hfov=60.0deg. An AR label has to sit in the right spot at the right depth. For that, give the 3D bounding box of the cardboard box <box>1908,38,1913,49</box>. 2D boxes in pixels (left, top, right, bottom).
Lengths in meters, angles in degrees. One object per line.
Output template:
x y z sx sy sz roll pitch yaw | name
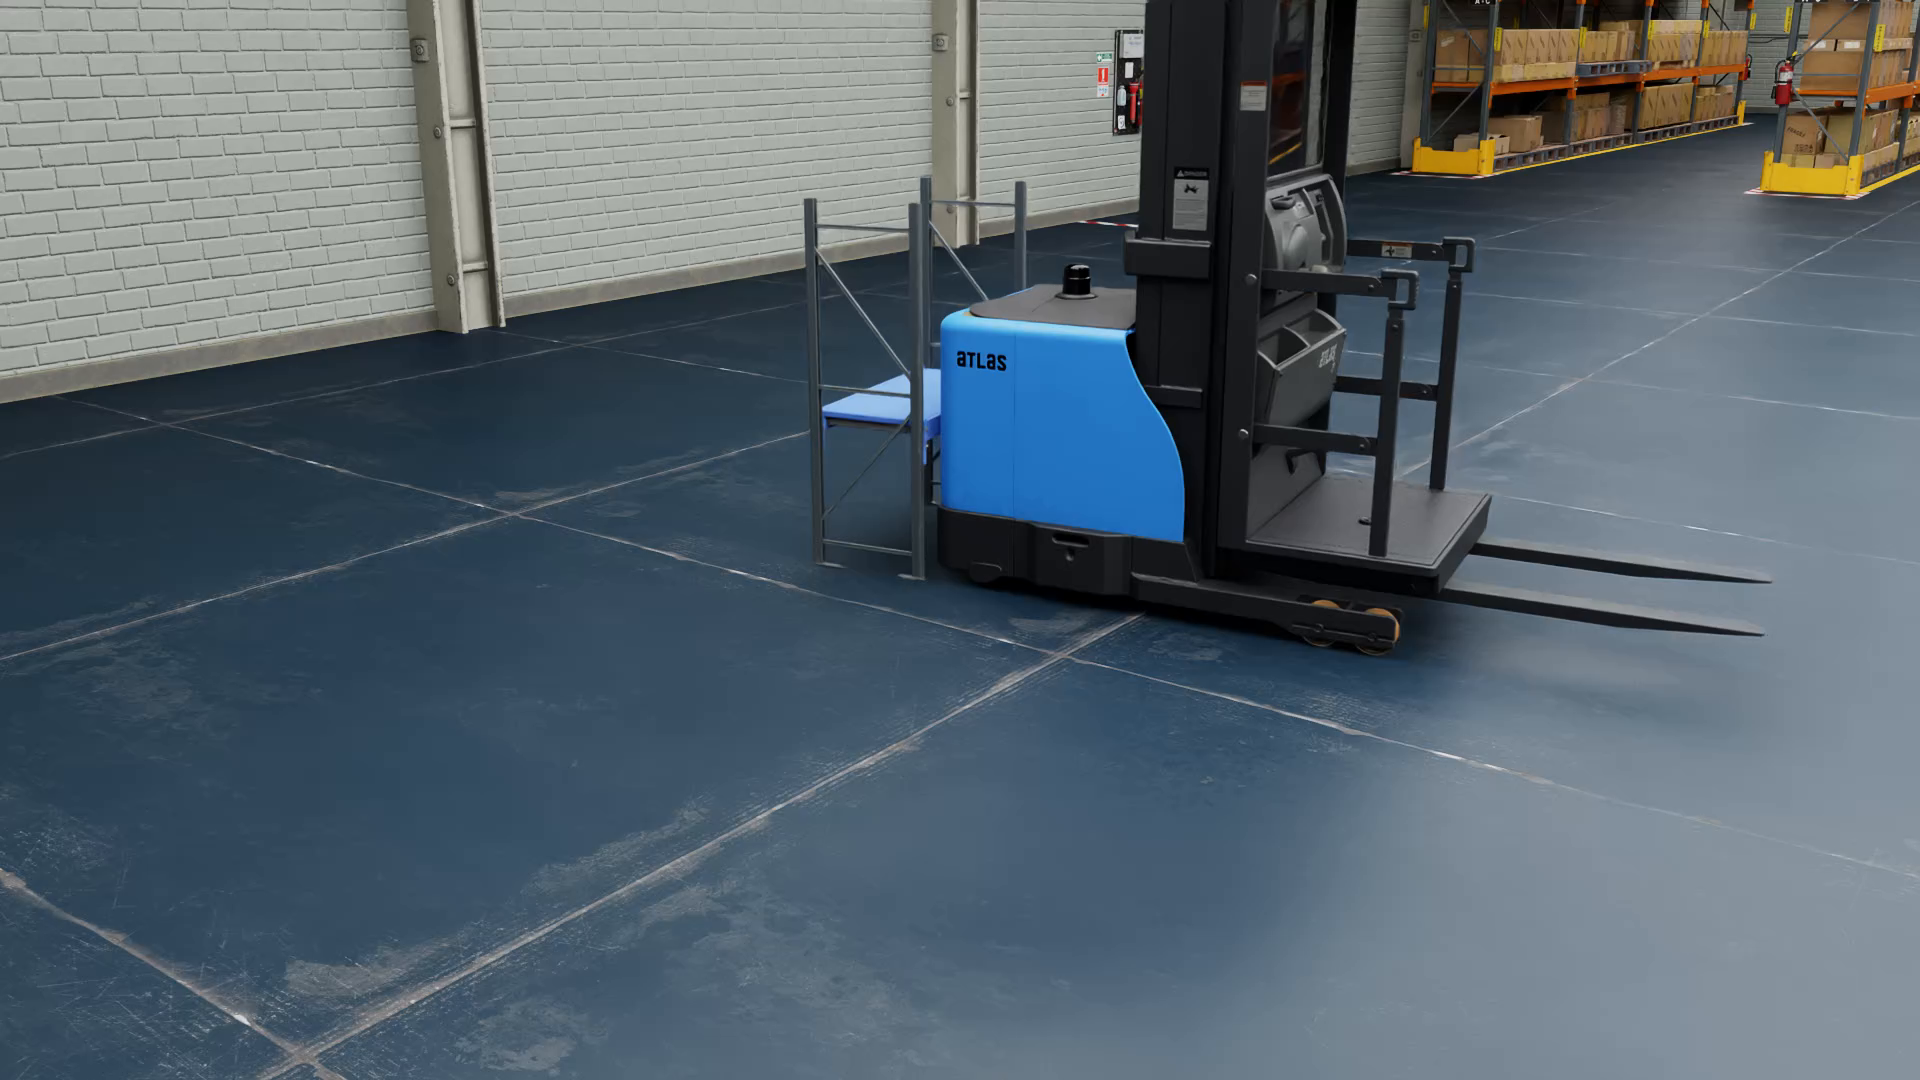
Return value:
13.761 -7.305 24.448 0.380 0.149 0.250 12 21 35 | cardboard box

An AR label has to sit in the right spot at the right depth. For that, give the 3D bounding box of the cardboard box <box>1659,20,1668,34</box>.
12.951 -9.626 31.214 0.500 0.250 0.500 12 21 34 | cardboard box

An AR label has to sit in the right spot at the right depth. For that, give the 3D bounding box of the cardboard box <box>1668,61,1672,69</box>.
13.603 -9.233 32.308 0.380 0.149 0.250 13 22 36 | cardboard box

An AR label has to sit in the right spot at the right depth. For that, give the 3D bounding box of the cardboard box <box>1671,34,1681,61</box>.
13.568 -9.514 32.118 0.500 0.500 0.500 13 22 36 | cardboard box

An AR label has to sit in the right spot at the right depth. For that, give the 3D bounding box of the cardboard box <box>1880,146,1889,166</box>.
13.058 -5.550 23.985 0.500 0.250 0.500 12 21 35 | cardboard box

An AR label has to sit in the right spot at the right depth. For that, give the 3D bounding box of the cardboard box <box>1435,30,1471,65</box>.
7.497 -7.418 25.028 0.500 0.500 0.500 12 21 34 | cardboard box

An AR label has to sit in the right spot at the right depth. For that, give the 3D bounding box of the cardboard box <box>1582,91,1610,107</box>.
11.376 -7.947 29.984 0.500 0.250 0.500 13 21 36 | cardboard box

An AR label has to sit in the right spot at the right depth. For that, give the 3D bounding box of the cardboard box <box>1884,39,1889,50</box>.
12.540 -6.818 22.878 0.380 0.149 0.250 12 21 34 | cardboard box

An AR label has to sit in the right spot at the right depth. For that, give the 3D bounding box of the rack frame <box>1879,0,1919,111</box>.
16.134 -8.003 27.957 1.000 3.000 0.127 12 21 35 | rack frame

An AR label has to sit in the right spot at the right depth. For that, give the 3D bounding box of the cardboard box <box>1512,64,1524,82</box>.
8.230 -7.096 25.257 0.500 0.250 0.500 12 21 33 | cardboard box

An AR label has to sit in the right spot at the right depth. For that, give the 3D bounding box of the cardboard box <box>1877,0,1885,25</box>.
11.996 -7.013 22.412 0.700 0.500 0.500 12 21 33 | cardboard box

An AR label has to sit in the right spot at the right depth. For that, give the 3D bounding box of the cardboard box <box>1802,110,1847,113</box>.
12.331 -5.883 23.794 0.500 0.500 0.500 12 21 35 | cardboard box

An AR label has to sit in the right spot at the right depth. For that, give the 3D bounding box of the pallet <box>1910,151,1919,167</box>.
14.885 -6.193 26.830 1.003 0.211 1.213 12 21 35 | pallet

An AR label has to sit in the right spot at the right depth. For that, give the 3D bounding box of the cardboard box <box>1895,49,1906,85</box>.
13.491 -6.991 24.531 0.700 0.500 0.500 12 21 33 | cardboard box

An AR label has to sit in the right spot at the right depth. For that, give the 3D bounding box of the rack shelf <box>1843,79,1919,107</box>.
14.942 -7.183 26.530 1.077 0.370 4.000 12 21 35 | rack shelf

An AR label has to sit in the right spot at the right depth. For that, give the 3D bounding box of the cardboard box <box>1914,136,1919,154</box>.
14.802 -6.235 26.193 0.500 0.250 0.500 12 21 33 | cardboard box

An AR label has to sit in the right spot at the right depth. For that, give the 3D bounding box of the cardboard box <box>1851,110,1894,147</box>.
13.048 -5.910 23.881 0.500 0.500 0.500 12 21 35 | cardboard box

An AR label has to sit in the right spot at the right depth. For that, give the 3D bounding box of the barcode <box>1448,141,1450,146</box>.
7.561 -6.126 25.690 0.001 0.075 0.075 12 21 35 | barcode

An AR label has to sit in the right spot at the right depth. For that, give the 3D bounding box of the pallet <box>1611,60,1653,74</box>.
11.814 -8.597 30.194 1.213 0.211 1.003 12 21 35 | pallet

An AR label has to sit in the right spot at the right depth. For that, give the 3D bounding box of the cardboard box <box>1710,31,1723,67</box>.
15.312 -10.273 34.760 0.980 0.700 0.700 12 21 33 | cardboard box

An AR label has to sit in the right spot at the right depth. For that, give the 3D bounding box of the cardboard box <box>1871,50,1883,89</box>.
12.265 -6.497 22.940 0.700 0.500 0.500 13 21 35 | cardboard box

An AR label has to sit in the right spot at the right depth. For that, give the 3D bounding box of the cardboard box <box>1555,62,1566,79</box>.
9.428 -7.579 26.811 0.500 0.250 0.500 13 21 35 | cardboard box

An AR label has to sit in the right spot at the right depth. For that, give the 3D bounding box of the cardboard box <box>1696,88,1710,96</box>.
15.415 -9.356 34.727 0.380 0.149 0.250 13 22 37 | cardboard box

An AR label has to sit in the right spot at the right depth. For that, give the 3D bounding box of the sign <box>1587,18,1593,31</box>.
11.706 -9.528 30.915 0.100 0.325 0.005 12 21 35 | sign

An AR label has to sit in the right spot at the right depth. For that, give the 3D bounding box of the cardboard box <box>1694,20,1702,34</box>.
14.464 -10.231 33.164 0.500 0.250 0.500 13 22 36 | cardboard box

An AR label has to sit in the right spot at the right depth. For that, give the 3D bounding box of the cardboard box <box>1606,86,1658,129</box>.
12.697 -8.203 31.519 0.750 0.750 0.750 12 21 34 | cardboard box

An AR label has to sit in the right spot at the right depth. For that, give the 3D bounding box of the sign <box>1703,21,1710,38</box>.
14.978 -10.252 33.380 0.100 0.325 0.005 12 21 35 | sign

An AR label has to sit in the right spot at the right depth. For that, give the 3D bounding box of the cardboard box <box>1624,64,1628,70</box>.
12.536 -8.805 30.928 0.380 0.149 0.250 12 21 34 | cardboard box

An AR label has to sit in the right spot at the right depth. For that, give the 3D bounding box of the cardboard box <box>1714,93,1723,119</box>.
15.986 -9.366 35.854 0.700 0.500 0.500 12 21 33 | cardboard box

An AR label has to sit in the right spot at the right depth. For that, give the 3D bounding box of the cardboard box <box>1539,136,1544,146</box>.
9.475 -6.649 27.633 0.380 0.166 0.250 9 20 28 | cardboard box

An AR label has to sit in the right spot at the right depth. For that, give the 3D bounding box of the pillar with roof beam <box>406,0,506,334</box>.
-0.159 -5.109 8.521 9.100 9.000 0.400 12 21 35 | pillar with roof beam

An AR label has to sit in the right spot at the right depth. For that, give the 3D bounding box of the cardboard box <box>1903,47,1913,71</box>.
14.535 -7.404 25.858 0.500 0.500 0.500 14 22 39 | cardboard box

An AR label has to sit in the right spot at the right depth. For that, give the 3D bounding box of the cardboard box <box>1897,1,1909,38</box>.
13.191 -7.490 23.950 0.700 0.500 0.500 12 21 35 | cardboard box

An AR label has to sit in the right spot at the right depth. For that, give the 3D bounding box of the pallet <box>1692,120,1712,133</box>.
15.053 -8.666 34.793 1.003 0.211 1.213 12 21 35 | pallet

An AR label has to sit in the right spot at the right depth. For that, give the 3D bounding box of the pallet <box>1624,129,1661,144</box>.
12.684 -7.720 31.748 1.003 0.211 1.213 12 21 35 | pallet

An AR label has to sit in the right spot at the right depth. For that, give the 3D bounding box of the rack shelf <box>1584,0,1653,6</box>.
10.962 -9.490 28.901 1.077 0.370 4.000 12 21 35 | rack shelf

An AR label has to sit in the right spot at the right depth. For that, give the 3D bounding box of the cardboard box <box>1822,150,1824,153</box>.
11.738 -5.286 23.137 0.500 0.250 0.500 12 21 35 | cardboard box

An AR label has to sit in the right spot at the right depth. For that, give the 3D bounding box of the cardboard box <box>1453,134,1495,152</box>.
7.871 -6.047 25.450 0.500 0.311 0.500 10 20 29 | cardboard box

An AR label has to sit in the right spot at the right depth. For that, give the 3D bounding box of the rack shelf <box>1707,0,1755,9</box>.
15.728 -11.396 35.037 1.077 0.370 4.000 12 21 35 | rack shelf

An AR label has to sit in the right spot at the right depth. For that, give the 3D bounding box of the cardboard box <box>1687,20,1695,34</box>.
14.152 -10.111 32.777 0.500 0.250 0.500 13 21 36 | cardboard box

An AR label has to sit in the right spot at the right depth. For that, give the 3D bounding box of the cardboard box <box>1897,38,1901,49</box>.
13.153 -7.063 23.668 0.380 0.149 0.250 12 21 34 | cardboard box

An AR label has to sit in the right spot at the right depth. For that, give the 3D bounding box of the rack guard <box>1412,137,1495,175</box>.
7.432 -5.796 25.066 1.175 0.500 0.348 12 21 35 | rack guard

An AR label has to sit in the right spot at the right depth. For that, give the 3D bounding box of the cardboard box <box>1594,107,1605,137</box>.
11.093 -7.488 29.771 0.700 0.500 0.500 12 21 34 | cardboard box

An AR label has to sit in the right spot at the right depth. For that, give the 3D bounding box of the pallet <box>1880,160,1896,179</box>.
13.243 -5.537 24.717 1.003 0.211 1.213 12 21 35 | pallet

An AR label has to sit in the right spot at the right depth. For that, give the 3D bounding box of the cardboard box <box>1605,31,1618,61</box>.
11.157 -8.721 29.359 0.700 0.500 0.500 12 21 35 | cardboard box

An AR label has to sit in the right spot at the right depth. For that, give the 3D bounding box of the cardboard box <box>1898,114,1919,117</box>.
15.112 -6.626 26.507 0.500 0.311 0.500 13 22 36 | cardboard box

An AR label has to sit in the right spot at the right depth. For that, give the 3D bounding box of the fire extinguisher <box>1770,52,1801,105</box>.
10.924 -6.115 22.006 0.296 0.674 0.183 12 21 35 | fire extinguisher

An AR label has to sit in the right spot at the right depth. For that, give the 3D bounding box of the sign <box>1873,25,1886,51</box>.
11.809 -6.449 21.361 0.100 0.325 0.005 12 21 35 | sign

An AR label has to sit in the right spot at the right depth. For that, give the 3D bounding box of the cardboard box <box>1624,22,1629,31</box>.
11.972 -9.358 30.315 0.380 0.149 0.250 9 20 28 | cardboard box

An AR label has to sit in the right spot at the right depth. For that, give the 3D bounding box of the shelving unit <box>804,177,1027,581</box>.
-0.159 -0.722 7.040 0.538 1.500 1.048 8 19 24 | shelving unit

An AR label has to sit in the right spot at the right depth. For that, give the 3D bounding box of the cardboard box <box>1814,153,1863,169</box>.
11.865 -5.073 22.452 0.500 0.250 0.500 12 21 35 | cardboard box

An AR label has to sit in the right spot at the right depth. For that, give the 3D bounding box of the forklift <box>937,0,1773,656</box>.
1.459 -1.168 6.062 3.031 2.935 1.130 9 19 26 | forklift

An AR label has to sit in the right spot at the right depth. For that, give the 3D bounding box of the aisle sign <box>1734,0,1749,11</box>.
17.204 -11.989 36.408 0.394 0.787 0.004 12 21 35 | aisle sign

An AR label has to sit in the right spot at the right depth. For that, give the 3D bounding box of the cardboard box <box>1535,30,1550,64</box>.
8.826 -7.692 25.909 0.500 0.500 0.500 13 22 36 | cardboard box

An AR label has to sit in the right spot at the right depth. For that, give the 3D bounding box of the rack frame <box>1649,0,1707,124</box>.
14.537 -9.830 33.841 1.000 3.000 0.127 12 21 35 | rack frame
